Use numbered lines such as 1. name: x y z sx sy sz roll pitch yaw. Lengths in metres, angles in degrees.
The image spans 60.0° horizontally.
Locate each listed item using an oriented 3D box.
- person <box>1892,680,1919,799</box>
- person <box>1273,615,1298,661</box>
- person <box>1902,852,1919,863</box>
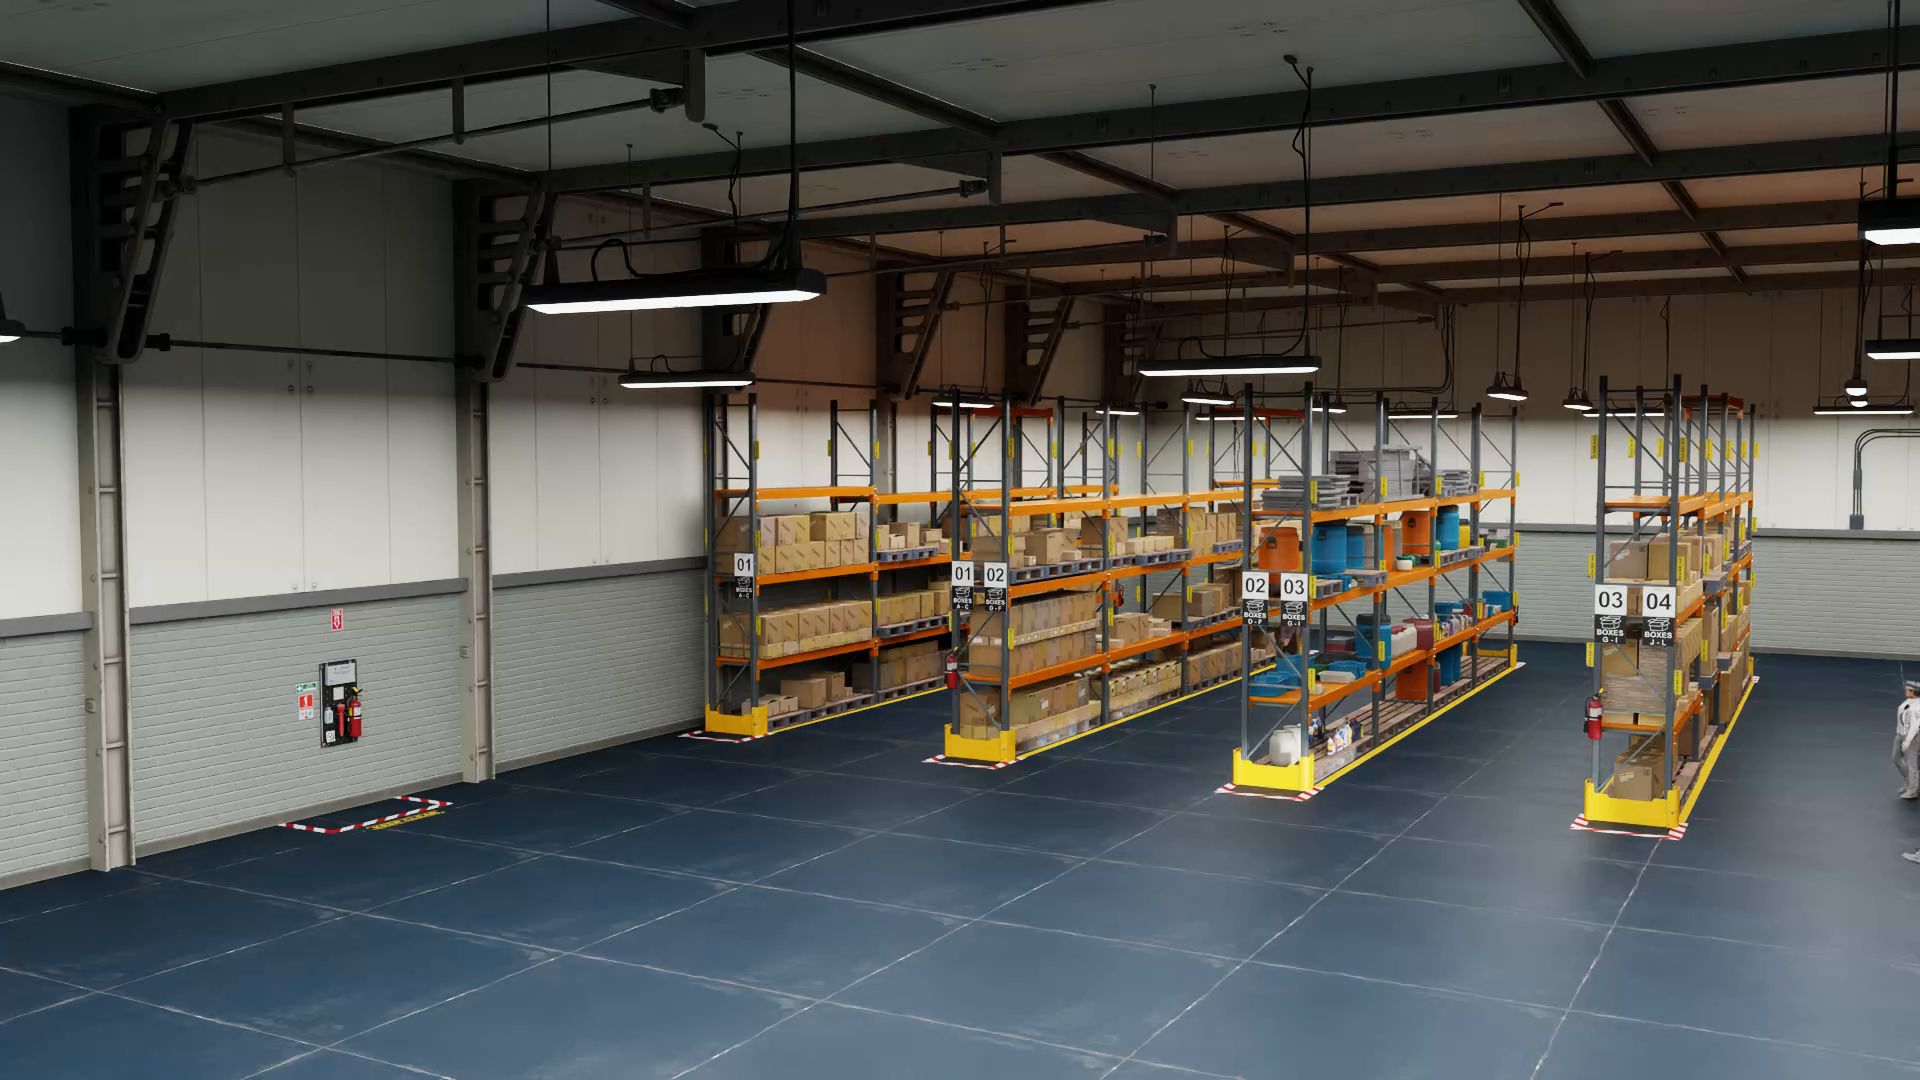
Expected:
1. person: 13.715 2.871 24.035 0.394 1.696 0.574 0 3 6
2. person: 7.096 2.182 36.170 0.523 1.727 1.129 1 3 25
3. person: 11.817 3.101 19.806 0.986 1.617 0.570 1 3 26
